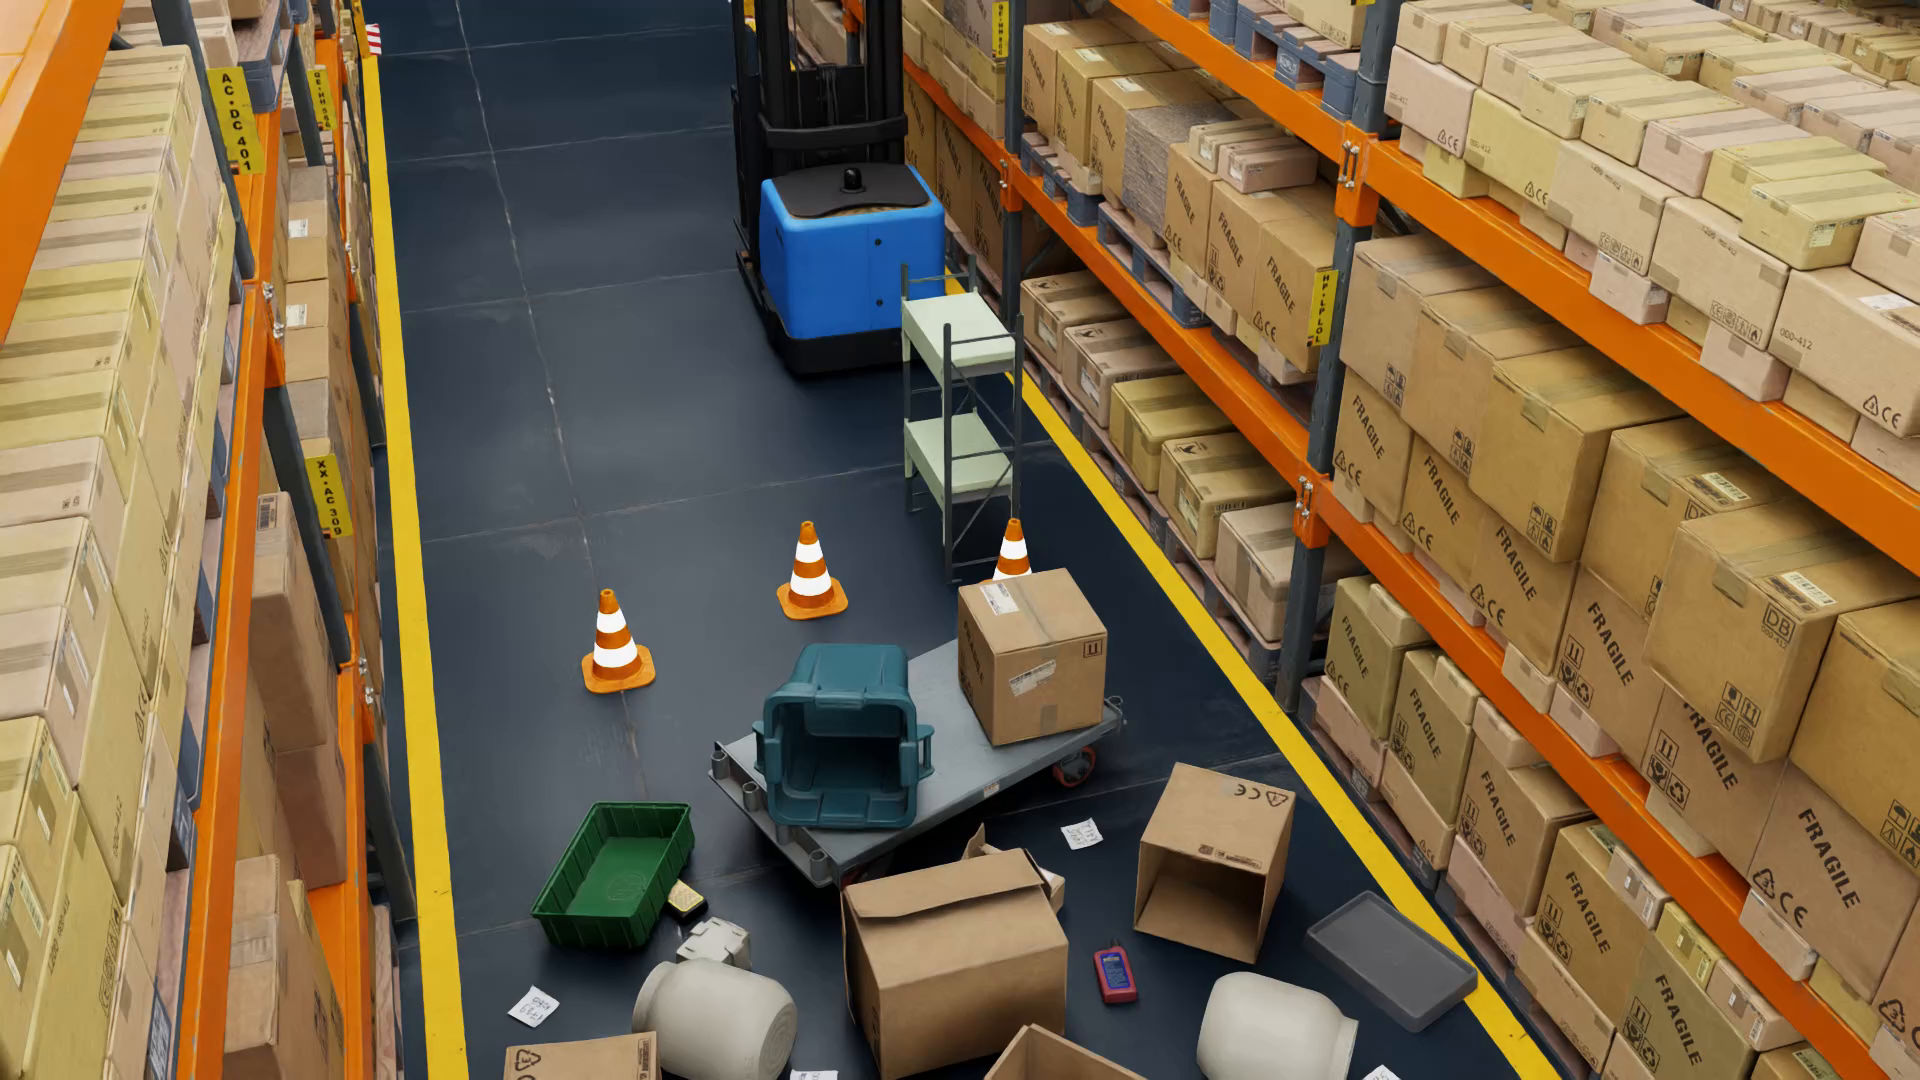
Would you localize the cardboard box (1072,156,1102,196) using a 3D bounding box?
[{"bbox_3d":[0.849,-2.060,9.313,0.380,0.149,0.250,-10,35,-14],"label":"cardboard box"}]

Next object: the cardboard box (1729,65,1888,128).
[{"bbox_3d":[2.626,-1.350,5.175,0.380,0.149,0.250,-11,35,-16],"label":"cardboard box"}]

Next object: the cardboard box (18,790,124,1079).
[{"bbox_3d":[-1.377,0.615,2.092,0.500,0.250,0.500,-10,35,-15],"label":"cardboard box"}]

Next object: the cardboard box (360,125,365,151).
[{"bbox_3d":[-5.021,-3.230,13.442,0.380,0.149,0.250,-9,35,-13],"label":"cardboard box"}]

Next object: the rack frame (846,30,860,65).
[{"bbox_3d":[-0.451,-4.745,13.529,1.000,3.000,0.127,-10,35,-15],"label":"rack frame"}]

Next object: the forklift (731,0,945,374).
[{"bbox_3d":[-0.978,-3.082,11.075,1.130,2.935,3.031,-9,35,-13],"label":"forklift"}]

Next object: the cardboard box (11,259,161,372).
[{"bbox_3d":[-1.816,-0.420,3.296,0.380,0.149,0.250,-10,35,-14],"label":"cardboard box"}]

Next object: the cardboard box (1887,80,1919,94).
[{"bbox_3d":[5.871,-2.548,9.888,0.500,0.250,0.500,-10,35,-14],"label":"cardboard box"}]

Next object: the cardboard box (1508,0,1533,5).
[{"bbox_3d":[2.192,-2.283,6.838,0.500,0.250,0.500,-11,35,-16],"label":"cardboard box"}]

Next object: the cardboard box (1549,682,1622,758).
[{"bbox_3d":[2.264,0.580,5.698,0.380,0.149,0.250,-10,35,-15],"label":"cardboard box"}]

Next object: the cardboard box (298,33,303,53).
[{"bbox_3d":[-4.273,-3.043,10.261,0.380,0.149,0.250,-9,35,-13],"label":"cardboard box"}]

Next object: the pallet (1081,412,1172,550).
[{"bbox_3d":[1.374,-0.431,9.531,1.003,0.211,1.213,-10,35,-15],"label":"pallet"}]

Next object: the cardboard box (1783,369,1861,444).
[{"bbox_3d":[2.470,-0.408,4.474,0.380,0.149,0.250,-11,35,-16],"label":"cardboard box"}]

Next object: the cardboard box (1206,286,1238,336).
[{"bbox_3d":[1.393,-1.109,7.874,0.380,0.149,0.250,-11,35,-16],"label":"cardboard box"}]

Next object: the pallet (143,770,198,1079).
[{"bbox_3d":[-1.711,0.839,2.439,1.003,0.211,1.213,-10,35,-15],"label":"pallet"}]

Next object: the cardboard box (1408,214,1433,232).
[{"bbox_3d":[2.182,-1.463,7.232,0.380,0.149,0.250,-10,35,-15],"label":"cardboard box"}]

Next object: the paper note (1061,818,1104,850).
[{"bbox_3d":[0.526,1.259,7.136,0.148,0.019,0.142,-10,35,-15],"label":"paper note"}]

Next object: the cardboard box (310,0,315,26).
[{"bbox_3d":[-4.825,-3.754,11.877,0.380,0.149,0.250,-11,35,-16],"label":"cardboard box"}]

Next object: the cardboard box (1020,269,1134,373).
[{"bbox_3d":[0.932,-1.425,10.508,0.950,0.372,0.625,-12,35,-18],"label":"cardboard box"}]

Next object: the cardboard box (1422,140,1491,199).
[{"bbox_3d":[1.875,-1.339,5.882,0.380,0.149,0.250,-10,35,-15],"label":"cardboard box"}]

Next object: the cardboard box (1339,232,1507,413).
[{"bbox_3d":[1.917,-0.860,6.383,0.700,0.500,0.500,-10,35,-15],"label":"cardboard box"}]

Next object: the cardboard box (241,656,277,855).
[{"bbox_3d":[-2.302,0.603,4.320,0.875,0.550,0.550,-10,35,-15],"label":"cardboard box"}]

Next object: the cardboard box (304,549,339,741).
[{"bbox_3d":[-2.570,0.470,5.501,0.875,0.550,0.550,-10,35,-15],"label":"cardboard box"}]

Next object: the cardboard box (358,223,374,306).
[{"bbox_3d":[-4.205,-1.838,11.016,0.500,0.500,0.500,-11,35,-16],"label":"cardboard box"}]

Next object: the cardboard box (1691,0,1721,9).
[{"bbox_3d":[5.487,-3.995,11.922,0.500,0.500,0.500,-8,34,-12],"label":"cardboard box"}]

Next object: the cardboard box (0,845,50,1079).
[{"bbox_3d":[-1.273,0.516,1.880,0.380,0.149,0.250,-10,35,-14],"label":"cardboard box"}]

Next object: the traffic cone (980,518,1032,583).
[{"bbox_3d":[0.277,0.098,8.501,0.336,0.463,0.334,-10,35,-15],"label":"traffic cone"}]

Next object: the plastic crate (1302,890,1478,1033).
[{"bbox_3d":[1.687,1.636,6.521,0.402,0.080,0.583,-23,40,-31],"label":"plastic crate"}]

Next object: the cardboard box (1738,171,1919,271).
[{"bbox_3d":[2.325,-0.851,4.420,0.380,0.149,0.250,-9,35,-14],"label":"cardboard box"}]

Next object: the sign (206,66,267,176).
[{"bbox_3d":[-2.166,-1.253,4.984,0.100,0.325,0.005,-10,35,-15],"label":"sign"}]

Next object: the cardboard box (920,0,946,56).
[{"bbox_3d":[0.044,-3.536,11.383,0.500,0.250,0.500,-11,35,-16],"label":"cardboard box"}]

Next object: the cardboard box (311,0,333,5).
[{"bbox_3d":[-5.046,-4.327,12.537,0.500,0.500,0.500,-11,35,-16],"label":"cardboard box"}]

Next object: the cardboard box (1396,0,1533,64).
[{"bbox_3d":[1.774,-1.804,5.862,0.380,0.149,0.250,-11,35,-16],"label":"cardboard box"}]

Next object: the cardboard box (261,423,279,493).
[{"bbox_3d":[-2.851,-0.378,5.922,0.700,0.500,0.500,-11,35,-16],"label":"cardboard box"}]

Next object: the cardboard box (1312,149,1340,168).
[{"bbox_3d":[1.828,-1.705,8.187,0.500,0.500,0.500,-10,35,-15],"label":"cardboard box"}]

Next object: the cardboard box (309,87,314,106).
[{"bbox_3d":[-4.265,-2.794,10.424,0.380,0.149,0.250,-10,35,-14],"label":"cardboard box"}]

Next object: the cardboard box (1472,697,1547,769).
[{"bbox_3d":[2.136,0.685,6.156,0.380,0.149,0.250,-8,34,-12],"label":"cardboard box"}]

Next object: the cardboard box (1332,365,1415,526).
[{"bbox_3d":[1.858,-0.432,6.643,0.500,0.500,0.500,-10,35,-15],"label":"cardboard box"}]

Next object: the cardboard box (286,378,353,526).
[{"bbox_3d":[-2.753,-0.287,6.692,0.500,0.500,0.500,-10,35,-14],"label":"cardboard box"}]

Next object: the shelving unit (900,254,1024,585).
[{"bbox_3d":[0.002,-0.622,8.651,0.431,1.500,0.755,-10,35,-15],"label":"shelving unit"}]

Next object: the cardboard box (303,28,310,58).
[{"bbox_3d":[-4.420,-3.187,10.748,0.380,0.149,0.250,-10,35,-15],"label":"cardboard box"}]

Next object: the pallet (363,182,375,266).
[{"bbox_3d":[-4.896,-2.287,12.339,1.003,0.211,1.213,-10,35,-15],"label":"pallet"}]

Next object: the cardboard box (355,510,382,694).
[{"bbox_3d":[-3.260,0.286,7.575,1.050,0.750,0.750,-10,35,-15],"label":"cardboard box"}]

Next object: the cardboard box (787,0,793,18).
[{"bbox_3d":[-1.375,-5.621,16.799,0.875,0.438,0.875,-11,35,-16],"label":"cardboard box"}]

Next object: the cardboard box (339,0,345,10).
[{"bbox_3d":[-5.952,-4.958,15.517,0.380,0.149,0.250,-10,35,-14],"label":"cardboard box"}]

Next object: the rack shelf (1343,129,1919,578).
[{"bbox_3d":[2.599,-0.446,4.955,1.077,0.370,4.000,-10,35,-15],"label":"rack shelf"}]

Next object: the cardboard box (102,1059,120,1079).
[{"bbox_3d":[-1.274,0.844,2.107,0.380,0.149,0.250,-10,35,-14],"label":"cardboard box"}]

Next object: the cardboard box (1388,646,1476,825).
[{"bbox_3d":[2.086,0.749,6.648,0.500,0.500,0.500,-9,34,-13],"label":"cardboard box"}]

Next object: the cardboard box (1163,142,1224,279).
[{"bbox_3d":[1.325,-1.622,8.061,0.500,0.500,0.500,-9,34,-13],"label":"cardboard box"}]

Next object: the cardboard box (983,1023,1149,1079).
[{"bbox_3d":[0.262,2.101,5.434,0.637,0.503,0.797,19,38,26],"label":"cardboard box"}]

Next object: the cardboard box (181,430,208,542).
[{"bbox_3d":[-1.812,-0.084,3.511,0.380,0.149,0.250,-10,35,-15],"label":"cardboard box"}]

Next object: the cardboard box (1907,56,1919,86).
[{"bbox_3d":[5.887,-2.781,9.877,0.380,0.149,0.250,-10,35,-15],"label":"cardboard box"}]

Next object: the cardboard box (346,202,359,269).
[{"bbox_3d":[-4.049,-1.873,10.390,0.500,0.250,0.500,-10,35,-15],"label":"cardboard box"}]

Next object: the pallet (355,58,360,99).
[{"bbox_3d":[-6.118,-4.324,15.421,1.003,0.211,1.213,-10,35,-15],"label":"pallet"}]
